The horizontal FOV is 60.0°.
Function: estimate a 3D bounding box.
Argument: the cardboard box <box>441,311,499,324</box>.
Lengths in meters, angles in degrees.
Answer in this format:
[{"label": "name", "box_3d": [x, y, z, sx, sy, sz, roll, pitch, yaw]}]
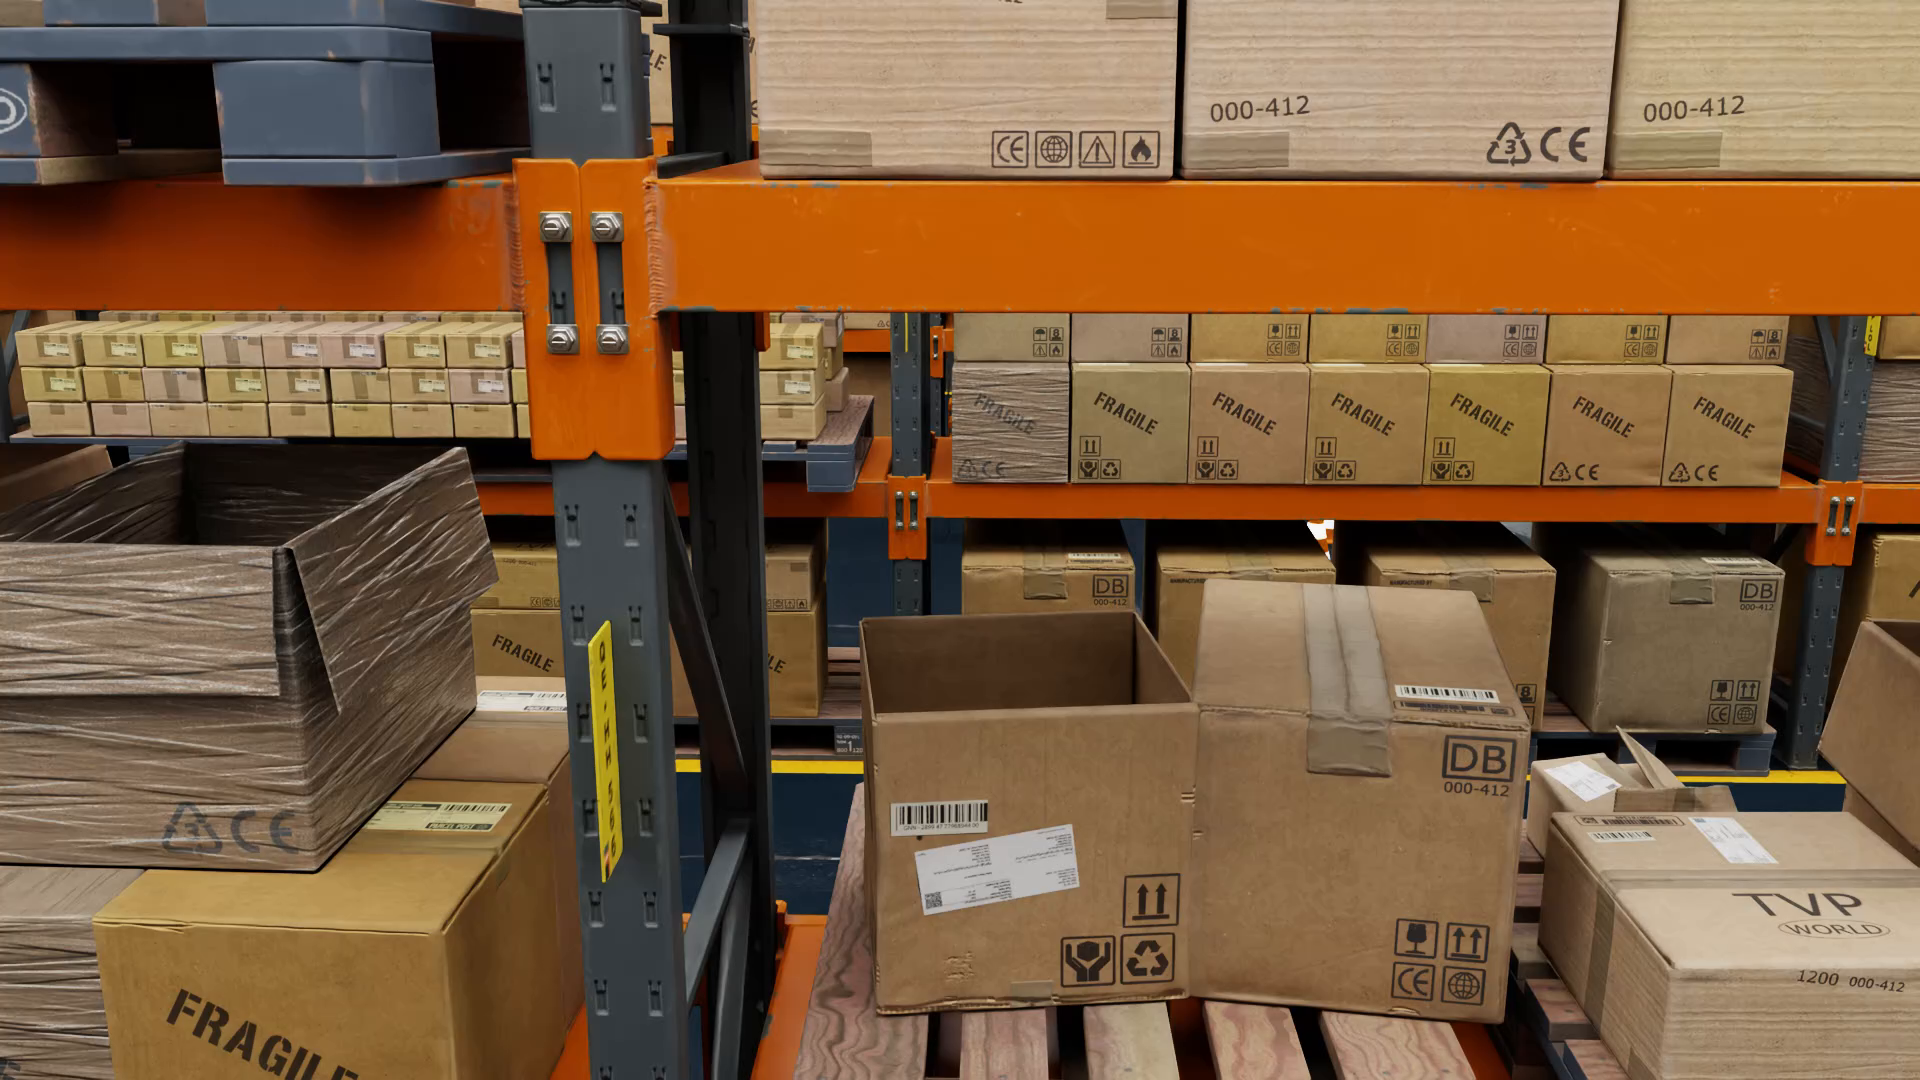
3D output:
[{"label": "cardboard box", "box_3d": [-2.239, -1.004, 7.770, 0.250, 0.149, 0.380, 0, 15, 1]}]

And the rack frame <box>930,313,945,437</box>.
[{"label": "rack frame", "box_3d": [-0.194, -1.835, 12.415, 0.127, 3.000, 1.000, 0, 15, 1]}]

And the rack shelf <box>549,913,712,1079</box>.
[{"label": "rack shelf", "box_3d": [-2.446, 1.027, 2.977, 4.000, 0.370, 1.077, 0, 15, 1]}]

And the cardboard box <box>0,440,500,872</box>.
[{"label": "cardboard box", "box_3d": [-1.177, 0.150, 2.729, 0.637, 0.503, 0.797, 1, 15, 3]}]

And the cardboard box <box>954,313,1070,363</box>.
[{"label": "cardboard box", "box_3d": [0.229, -1.098, 7.467, 0.500, 0.500, 0.700, 0, 15, 1]}]

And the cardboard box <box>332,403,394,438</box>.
[{"label": "cardboard box", "box_3d": [-2.530, -0.553, 7.224, 0.250, 0.149, 0.380, 0, 15, 0]}]

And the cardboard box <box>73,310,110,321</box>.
[{"label": "cardboard box", "box_3d": [-6.203, -1.856, 12.299, 0.500, 0.500, 0.500, 1, 15, 3]}]

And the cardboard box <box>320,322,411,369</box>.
[{"label": "cardboard box", "box_3d": [-2.543, -0.839, 7.144, 0.250, 0.149, 0.380, 1, 15, 4]}]

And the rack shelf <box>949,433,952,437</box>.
[{"label": "rack shelf", "box_3d": [0.014, -0.653, 11.167, 0.180, 0.103, 0.258, 0, 15, 1]}]

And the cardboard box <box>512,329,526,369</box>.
[{"label": "cardboard box", "box_3d": [-1.741, -0.835, 7.129, 0.250, 0.149, 0.380, 0, 15, 1]}]

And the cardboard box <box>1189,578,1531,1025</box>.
[{"label": "cardboard box", "box_3d": [0.655, 0.412, 2.878, 0.500, 0.500, 0.700, 3, 15, 10]}]

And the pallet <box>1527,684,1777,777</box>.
[{"label": "pallet", "box_3d": [3.006, 0.817, 7.831, 1.213, 0.211, 1.003, 0, 15, 1]}]

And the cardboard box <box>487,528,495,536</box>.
[{"label": "cardboard box", "box_3d": [-2.444, 0.124, 7.595, 0.500, 0.250, 0.500, 1, 15, 4]}]

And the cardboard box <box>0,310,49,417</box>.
[{"label": "cardboard box", "box_3d": [-4.706, -0.858, 7.932, 0.500, 0.500, 0.500, 0, 15, 0]}]

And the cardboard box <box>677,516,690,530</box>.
[{"label": "cardboard box", "box_3d": [-1.409, 0.002, 8.061, 0.500, 0.250, 0.500, 0, 15, 1]}]

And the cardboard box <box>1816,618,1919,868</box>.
[{"label": "cardboard box", "box_3d": [1.817, 0.478, 2.624, 0.637, 0.503, 0.797, 2, 15, 7]}]

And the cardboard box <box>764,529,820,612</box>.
[{"label": "cardboard box", "box_3d": [-0.909, 0.133, 7.561, 0.500, 0.250, 0.500, 0, 15, 0]}]

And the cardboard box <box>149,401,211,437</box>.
[{"label": "cardboard box", "box_3d": [-3.309, -0.557, 7.240, 0.250, 0.149, 0.380, 0, 15, 2]}]

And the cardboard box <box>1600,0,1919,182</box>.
[{"label": "cardboard box", "box_3d": [1.044, -0.613, 2.198, 0.500, 0.250, 0.500, 1, 15, 3]}]

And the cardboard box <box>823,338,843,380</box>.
[{"label": "cardboard box", "box_3d": [-0.697, -0.852, 7.774, 0.250, 0.149, 0.380, 1, 15, 4]}]

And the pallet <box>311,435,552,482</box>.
[{"label": "pallet", "box_3d": [-2.199, -0.482, 7.662, 1.213, 0.211, 1.003, 0, 15, 1]}]

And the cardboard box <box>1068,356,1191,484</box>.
[{"label": "cardboard box", "box_3d": [0.731, -0.546, 7.333, 0.500, 0.500, 0.500, 0, 15, 1]}]

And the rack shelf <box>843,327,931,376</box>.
[{"label": "rack shelf", "box_3d": [-2.193, -1.500, 12.556, 4.000, 0.370, 1.077, 0, 15, 1]}]

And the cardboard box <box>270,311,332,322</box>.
[{"label": "cardboard box", "box_3d": [-3.022, -1.009, 7.788, 0.250, 0.149, 0.380, 0, 15, 1]}]

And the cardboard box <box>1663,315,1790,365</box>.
[{"label": "cardboard box", "box_3d": [3.283, -1.079, 7.395, 0.500, 0.500, 0.700, 0, 15, 0]}]

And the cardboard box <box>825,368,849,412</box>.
[{"label": "cardboard box", "box_3d": [-0.661, -0.708, 7.812, 0.250, 0.149, 0.380, 0, 15, 1]}]

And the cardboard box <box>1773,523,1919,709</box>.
[{"label": "cardboard box", "box_3d": [4.407, 0.300, 7.663, 0.875, 0.875, 0.875, 1, 15, 2]}]

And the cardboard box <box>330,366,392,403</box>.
[{"label": "cardboard box", "box_3d": [-2.524, -0.696, 7.185, 0.250, 0.149, 0.380, 0, 15, 0]}]

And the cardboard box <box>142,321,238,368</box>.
[{"label": "cardboard box", "box_3d": [-3.301, -0.845, 7.165, 0.250, 0.149, 0.380, 1, 15, 2]}]

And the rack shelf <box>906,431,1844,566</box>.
[{"label": "rack shelf", "box_3d": [1.780, -0.211, 7.670, 4.000, 0.370, 1.077, 0, 15, 1]}]

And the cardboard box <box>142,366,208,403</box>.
[{"label": "cardboard box", "box_3d": [-3.319, -0.701, 7.202, 0.250, 0.149, 0.380, 1, 15, 3]}]

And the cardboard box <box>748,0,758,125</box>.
[{"label": "cardboard box", "box_3d": [-0.796, -2.010, 7.001, 0.500, 0.500, 0.500, 0, 15, 1]}]

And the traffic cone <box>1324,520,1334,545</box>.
[{"label": "traffic cone", "box_3d": [2.530, -0.233, 11.317, 0.334, 0.463, 0.336, 0, 15, 1]}]

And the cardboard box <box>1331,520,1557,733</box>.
[{"label": "cardboard box", "box_3d": [2.193, 0.350, 7.718, 0.750, 0.750, 1.050, 0, 15, 1]}]

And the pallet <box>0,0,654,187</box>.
[{"label": "pallet", "box_3d": [-1.092, -0.657, 2.442, 1.003, 0.211, 1.213, 1, 15, 4]}]

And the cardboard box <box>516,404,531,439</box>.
[{"label": "cardboard box", "box_3d": [-1.747, -0.547, 7.203, 0.250, 0.149, 0.380, 0, 15, -1]}]

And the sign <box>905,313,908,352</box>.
[{"label": "sign", "box_3d": [-0.223, -0.955, 6.965, 0.005, 0.325, 0.100, 0, 15, 1]}]

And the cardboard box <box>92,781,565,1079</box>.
[{"label": "cardboard box", "box_3d": [-0.946, 0.704, 2.596, 0.500, 0.500, 0.500, 1, 15, 3]}]

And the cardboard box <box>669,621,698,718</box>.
[{"label": "cardboard box", "box_3d": [-1.403, 0.492, 7.673, 0.500, 0.500, 0.500, 1, 15, 4]}]

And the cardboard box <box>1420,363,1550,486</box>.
[{"label": "cardboard box", "box_3d": [2.241, -0.536, 7.296, 0.500, 0.500, 0.500, 1, 15, 2]}]

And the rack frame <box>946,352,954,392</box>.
[{"label": "rack frame", "box_3d": [-0.071, -3.101, 17.213, 0.127, 3.000, 1.000, 0, 15, 1]}]

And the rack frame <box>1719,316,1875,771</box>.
[{"label": "rack frame", "box_3d": [3.780, -0.546, 7.529, 0.127, 3.000, 1.000, 0, 15, 1]}]

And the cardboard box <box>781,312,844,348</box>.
[{"label": "cardboard box", "box_3d": [-0.680, -0.994, 7.729, 0.250, 0.149, 0.380, 0, 15, 2]}]

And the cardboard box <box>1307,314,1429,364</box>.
[{"label": "cardboard box", "box_3d": [1.759, -1.089, 7.433, 0.500, 0.500, 0.700, 0, 15, 1]}]

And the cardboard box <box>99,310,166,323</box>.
[{"label": "cardboard box", "box_3d": [-3.812, -1.014, 7.808, 0.250, 0.149, 0.380, 1, 15, 4]}]

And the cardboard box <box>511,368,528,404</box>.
[{"label": "cardboard box", "box_3d": [-1.753, -0.691, 7.164, 0.250, 0.149, 0.380, 0, 15, 1]}]

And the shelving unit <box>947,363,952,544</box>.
[{"label": "shelving unit", "box_3d": [0.014, -0.580, 11.187, 0.189, 1.200, 0.258, 0, 15, 1]}]
